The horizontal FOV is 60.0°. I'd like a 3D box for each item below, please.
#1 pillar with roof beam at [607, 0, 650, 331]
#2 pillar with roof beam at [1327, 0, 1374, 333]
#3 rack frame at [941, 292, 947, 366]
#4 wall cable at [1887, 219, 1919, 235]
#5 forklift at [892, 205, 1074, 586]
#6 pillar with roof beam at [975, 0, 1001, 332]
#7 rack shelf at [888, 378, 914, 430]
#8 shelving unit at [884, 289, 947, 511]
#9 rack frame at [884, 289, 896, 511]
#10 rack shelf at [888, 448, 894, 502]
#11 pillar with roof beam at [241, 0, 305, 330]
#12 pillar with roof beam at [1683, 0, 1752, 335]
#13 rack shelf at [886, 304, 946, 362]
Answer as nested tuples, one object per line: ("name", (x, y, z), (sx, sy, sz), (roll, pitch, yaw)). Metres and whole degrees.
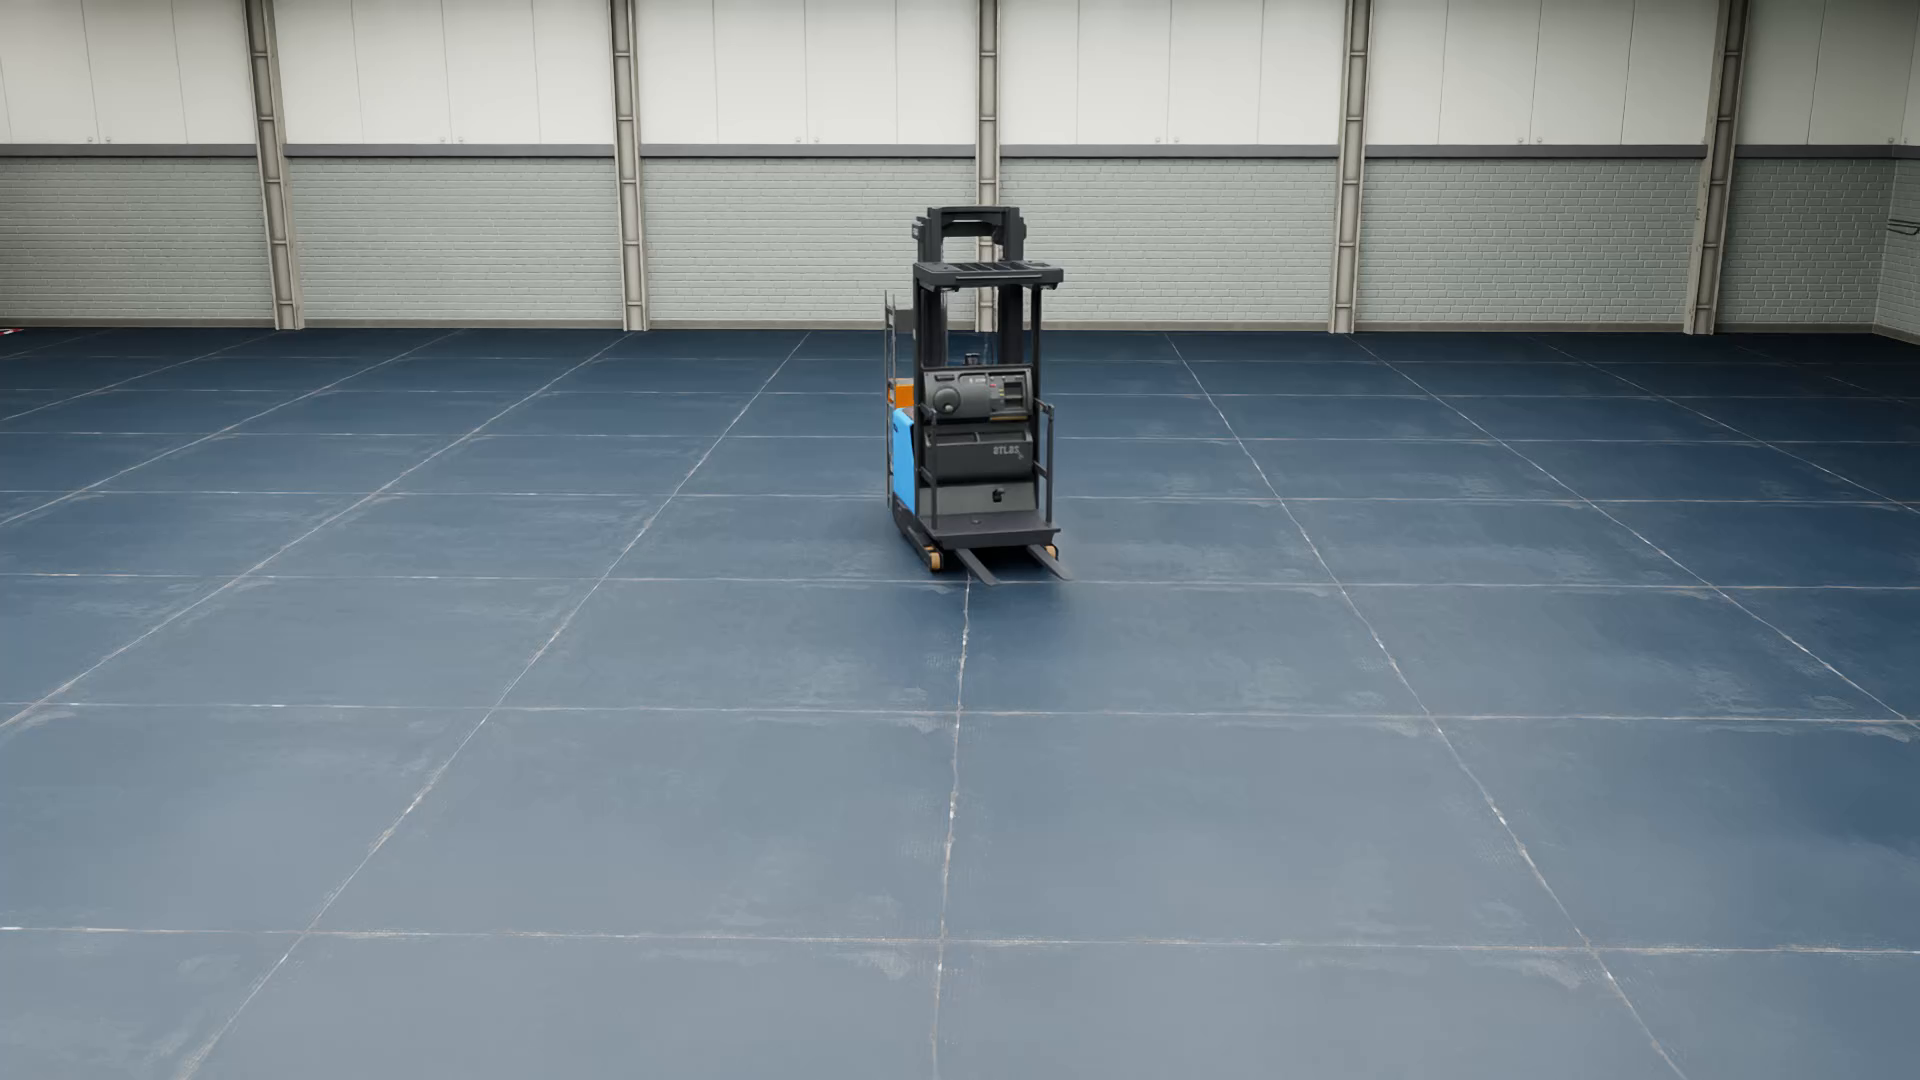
("pillar with roof beam", (-5.648, -6.860, 23.203), (0.400, 9.000, 9.100), (0, 15, 1))
("pillar with roof beam", (6.348, -6.782, 22.907), (0.400, 9.000, 9.100), (0, 15, 1))
("rack frame", (-0.173, -1.292, 15.620), (0.015, 2.100, 0.400), (-4, 15, -14))
("wall cable", (15.368, -5.983, 25.965), (0.112, 2.526, 3.097), (0, 15, 1))
("forklift", (0.205, -1.256, 13.854), (1.130, 2.935, 3.031), (-3, 15, -13))
("pillar with roof beam", (0.350, -6.821, 23.055), (0.400, 9.000, 9.100), (0, 15, 1))
("rack shelf", (-0.410, -1.263, 15.566), (0.480, 0.518, 0.431), (-4, 15, -14))
("shelving unit", (-0.410, -1.277, 15.563), (0.503, 2.100, 0.431), (-4, 15, -14))
("rack frame", (-0.646, -1.262, 15.506), (0.015, 2.100, 0.400), (-4, 15, -14))
("rack shelf", (-0.410, -0.587, 15.745), (0.480, 0.518, 0.431), (-4, 15, -14))
("pillar with roof beam", (-11.646, -6.900, 23.351), (0.400, 9.000, 9.100), (0, 15, 1))
("pillar with roof beam", (12.346, -6.743, 22.759), (0.400, 9.000, 9.100), (0, 15, 1))
("rack shelf", (-0.410, -1.940, 15.388), (0.480, 0.518, 0.431), (-4, 15, -14))
